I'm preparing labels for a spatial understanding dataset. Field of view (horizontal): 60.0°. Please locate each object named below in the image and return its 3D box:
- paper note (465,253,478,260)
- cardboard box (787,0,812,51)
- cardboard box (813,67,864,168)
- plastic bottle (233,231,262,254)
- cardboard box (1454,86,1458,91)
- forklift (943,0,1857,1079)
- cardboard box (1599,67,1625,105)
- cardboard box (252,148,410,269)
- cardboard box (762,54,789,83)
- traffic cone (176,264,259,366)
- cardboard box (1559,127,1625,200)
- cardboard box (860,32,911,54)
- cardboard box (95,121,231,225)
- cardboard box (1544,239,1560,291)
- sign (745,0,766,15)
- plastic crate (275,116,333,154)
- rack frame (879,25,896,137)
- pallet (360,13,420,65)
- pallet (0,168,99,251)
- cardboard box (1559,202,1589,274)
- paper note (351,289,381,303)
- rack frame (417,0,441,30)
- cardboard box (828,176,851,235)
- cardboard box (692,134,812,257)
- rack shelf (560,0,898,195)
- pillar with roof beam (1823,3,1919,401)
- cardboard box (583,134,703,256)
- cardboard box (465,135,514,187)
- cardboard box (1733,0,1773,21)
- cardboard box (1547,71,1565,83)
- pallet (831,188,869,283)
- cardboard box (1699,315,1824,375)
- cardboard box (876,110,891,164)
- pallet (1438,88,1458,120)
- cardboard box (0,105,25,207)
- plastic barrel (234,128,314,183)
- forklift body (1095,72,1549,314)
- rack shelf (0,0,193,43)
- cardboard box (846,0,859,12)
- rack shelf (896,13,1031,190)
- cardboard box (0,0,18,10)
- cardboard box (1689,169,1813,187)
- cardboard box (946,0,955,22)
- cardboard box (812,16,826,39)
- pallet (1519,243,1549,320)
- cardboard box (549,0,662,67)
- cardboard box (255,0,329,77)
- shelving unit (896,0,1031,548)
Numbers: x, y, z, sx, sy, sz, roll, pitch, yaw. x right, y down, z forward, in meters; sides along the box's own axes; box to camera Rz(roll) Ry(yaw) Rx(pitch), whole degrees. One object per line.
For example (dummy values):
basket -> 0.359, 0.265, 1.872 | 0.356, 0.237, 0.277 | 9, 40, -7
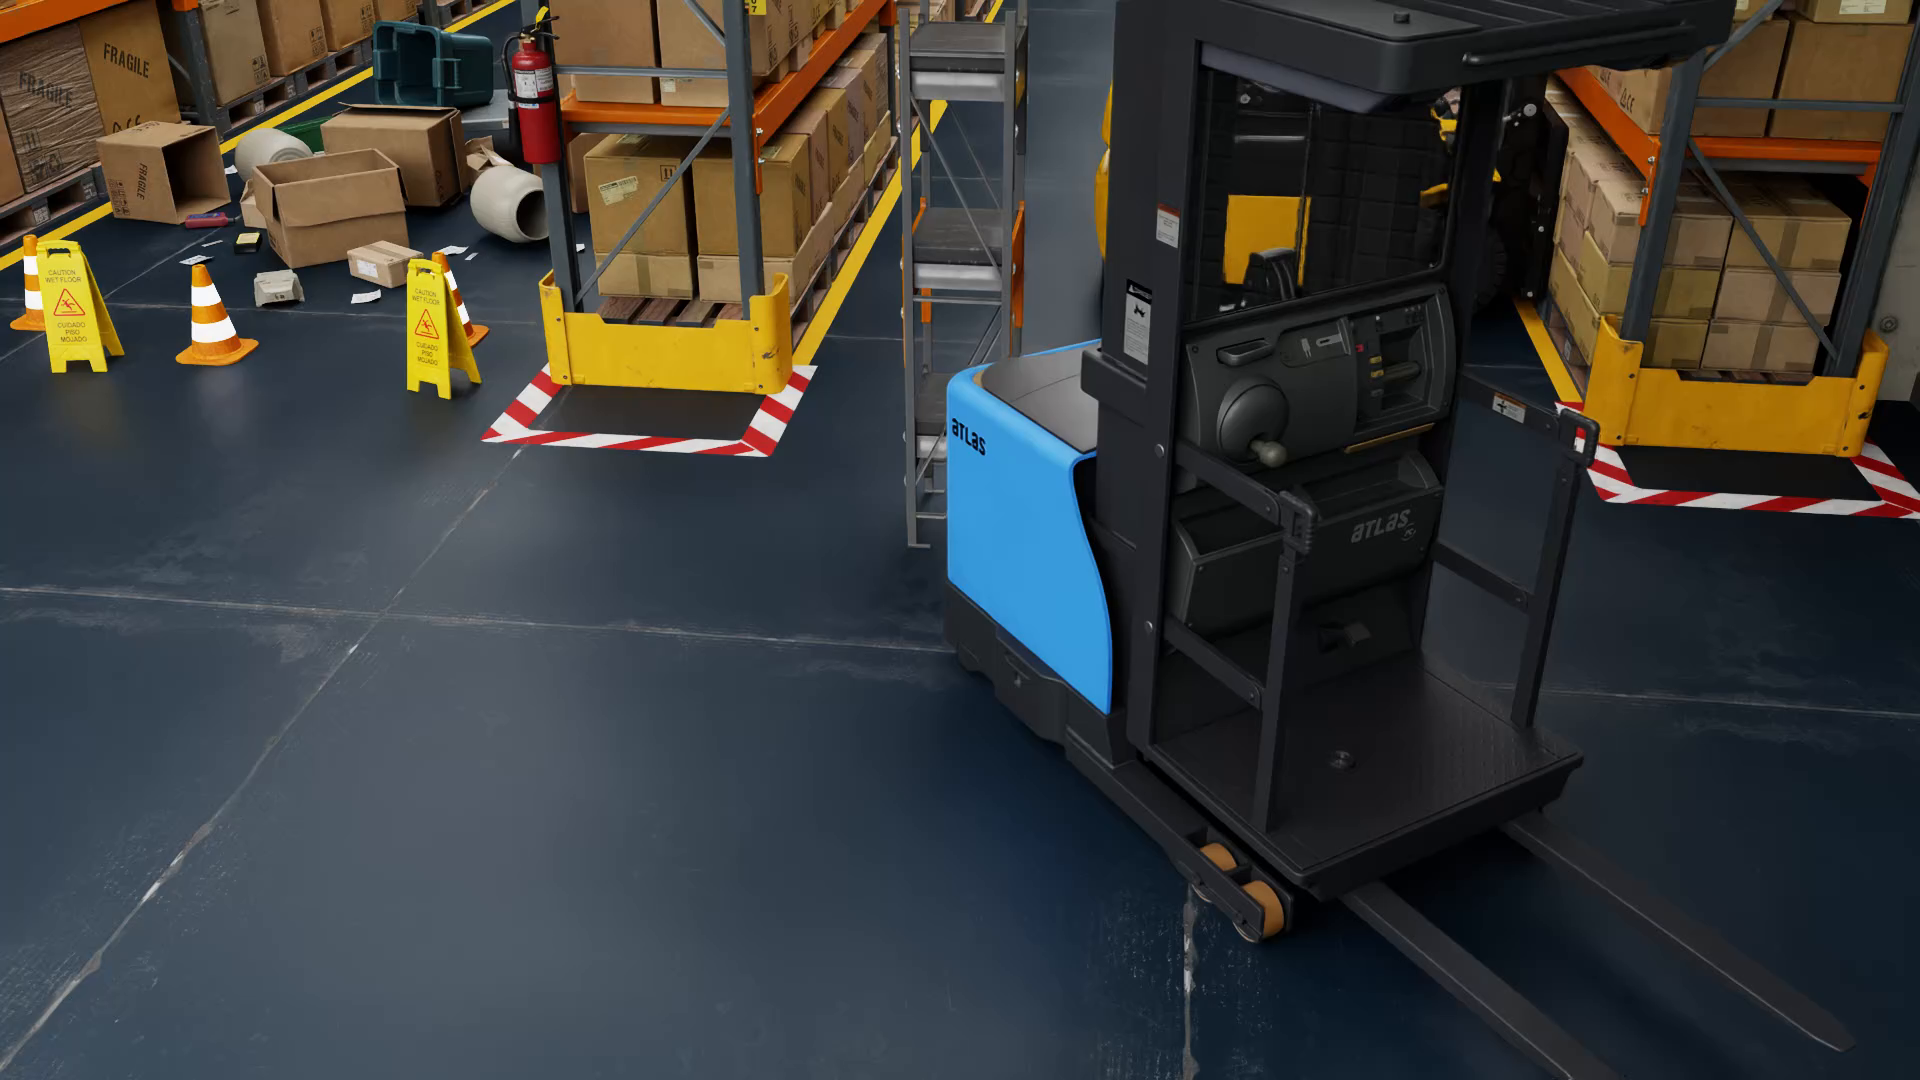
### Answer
paper note -> -2.897, -1.682, 9.862 | 0.032, 0.001, 0.123 | 3, 28, 6
cardboard box -> -1.044, -2.726, 8.229 | 0.500, 0.500, 0.500 | 4, 29, 8
cardboard box -> -0.876, -2.514, 9.919 | 0.500, 0.500, 0.500 | 5, 29, 9
plastic bottle -> -4.290, -1.802, 10.031 | 0.133, 0.061, 0.283 | -6, 29, -11
cardboard box -> 4.225, -3.801, 12.704 | 0.875, 0.625, 0.625 | 2, 28, 4
forklift -> 1.118, -0.416, 4.433 | 1.130, 2.935, 3.031 | -16, 32, -26
cardboard box -> 3.362, -2.348, 7.841 | 0.500, 0.500, 0.500 | 4, 29, 8
cardboard box -> -3.735, -1.975, 9.886 | 0.797, 0.503, 0.637 | -17, 33, -29
cardboard box -> -1.061, -2.378, 8.265 | 0.380, 0.149, 0.250 | 2, 28, 5
traffic cone -> -3.808, -1.165, 8.425 | 0.336, 0.463, 0.334 | 3, 28, 6
cardboard box -> 3.345, -1.942, 8.594 | 0.500, 0.250, 0.500 | 4, 29, 7
cardboard box -> -0.801, -3.597, 12.592 | 0.950, 0.372, 0.625 | 5, 29, 9
cardboard box -> -5.044, -2.334, 10.552 | 0.500, 0.500, 0.500 | 8, 29, 15
cardboard box -> 3.374, -1.496, 8.821 | 0.500, 0.250, 0.500 | 4, 29, 7
sign -> -0.899, -2.450, 7.222 | 0.100, 0.325, 0.005 | 3, 28, 6
plastic crate -> -4.594, -2.853, 11.787 | 0.450, 0.188, 0.662 | 9, 28, 37
rack frame -> -0.947, -3.983, 10.981 | 1.000, 3.000, 0.127 | 3, 28, 6
pallet -> -5.554, -4.512, 14.902 | 1.003, 0.211, 1.213 | 3, 28, 6
pallet -> -6.190, -2.066, 10.363 | 1.003, 0.211, 1.213 | 3, 28, 6
cardboard box -> 3.311, -1.491, 8.284 | 0.500, 0.250, 0.500 | 3, 28, 6
paper note -> -3.297, -1.354, 9.231 | 0.148, 0.019, 0.142 | -6, 29, -11
rack frame -> -5.382, -6.106, 14.922 | 1.000, 3.000, 0.127 | 3, 28, 6
cardboard box -> -0.940, -1.936, 9.637 | 0.500, 0.250, 0.500 | 5, 29, 10
cardboard box -> -1.062, -1.780, 8.557 | 0.500, 0.500, 0.500 | 2, 28, 4
rack shelf -> -1.193, -2.725, 9.404 | 1.077, 0.370, 4.000 | 3, 28, 6
pillar with roof beam -> 0.196, -4.980, 6.507 | 9.100, 9.000, 0.400 | 3, 28, 6
cardboard box -> -1.598, -1.797, 8.589 | 0.500, 0.500, 0.500 | 4, 29, 7
cardboard box -> -3.177, -2.521, 11.149 | 0.258, 0.266, 0.396 | -17, 33, -29
cardboard box -> 3.254, -2.323, 7.110 | 0.380, 0.149, 0.250 | 4, 29, 7
cardboard box -> 3.536, -2.662, 9.930 | 0.500, 0.250, 0.500 | 3, 28, 6
pallet -> -1.142, -1.862, 9.983 | 1.003, 0.211, 1.213 | 3, 28, 6
cardboard box -> 3.743, -1.008, 7.915 | 0.500, 0.250, 0.500 | 3, 29, 6
cardboard box -> -0.753, -2.664, 10.988 | 0.500, 0.250, 0.500 | 5, 29, 9
pallet -> 4.178, -3.394, 12.827 | 1.003, 0.211, 1.213 | 3, 28, 6
cardboard box -> -6.239, -2.327, 9.705 | 0.875, 0.875, 0.875 | 3, 28, 5
plastic barrel -> -4.489, -2.466, 10.881 | 0.421, 0.421, 0.512 | -24, 36, -37
forklift body -> 1.911, -2.439, 9.009 | 2.313, 2.155, 1.214 | 3, 28, 6
rack shelf -> -6.118, -2.965, 9.850 | 1.077, 0.370, 4.000 | 3, 28, 6
cardboard box -> -0.806, -3.225, 9.839 | 0.380, 0.149, 0.250 | 3, 28, 5
rack shelf -> 0.020, -1.607, 6.071 | 0.431, 0.518, 0.480 | 3, 28, 6
cardboard box -> -6.099, -3.352, 9.652 | 0.875, 0.550, 0.500 | 3, 28, 6
cardboard box -> 3.794, -1.679, 8.106 | 0.500, 0.250, 0.500 | 3, 28, 6
cardboard box -> -0.537, -4.629, 14.507 | 0.950, 0.372, 0.625 | 1, 28, 3
cardboard box -> -0.951, -2.868, 9.176 | 0.380, 0.149, 0.250 | 3, 28, 5
pallet -> 3.693, -1.521, 9.351 | 1.003, 0.211, 1.213 | 3, 28, 6
cardboard box -> -1.645, -2.547, 7.896 | 0.500, 0.500, 0.500 | 3, 28, 5
cardboard box -> -5.764, -4.169, 13.255 | 1.050, 0.750, 0.750 | 3, 28, 6
shelving unit -> 0.020, -1.002, 6.397 | 0.431, 2.100, 0.503 | 3, 28, 6
